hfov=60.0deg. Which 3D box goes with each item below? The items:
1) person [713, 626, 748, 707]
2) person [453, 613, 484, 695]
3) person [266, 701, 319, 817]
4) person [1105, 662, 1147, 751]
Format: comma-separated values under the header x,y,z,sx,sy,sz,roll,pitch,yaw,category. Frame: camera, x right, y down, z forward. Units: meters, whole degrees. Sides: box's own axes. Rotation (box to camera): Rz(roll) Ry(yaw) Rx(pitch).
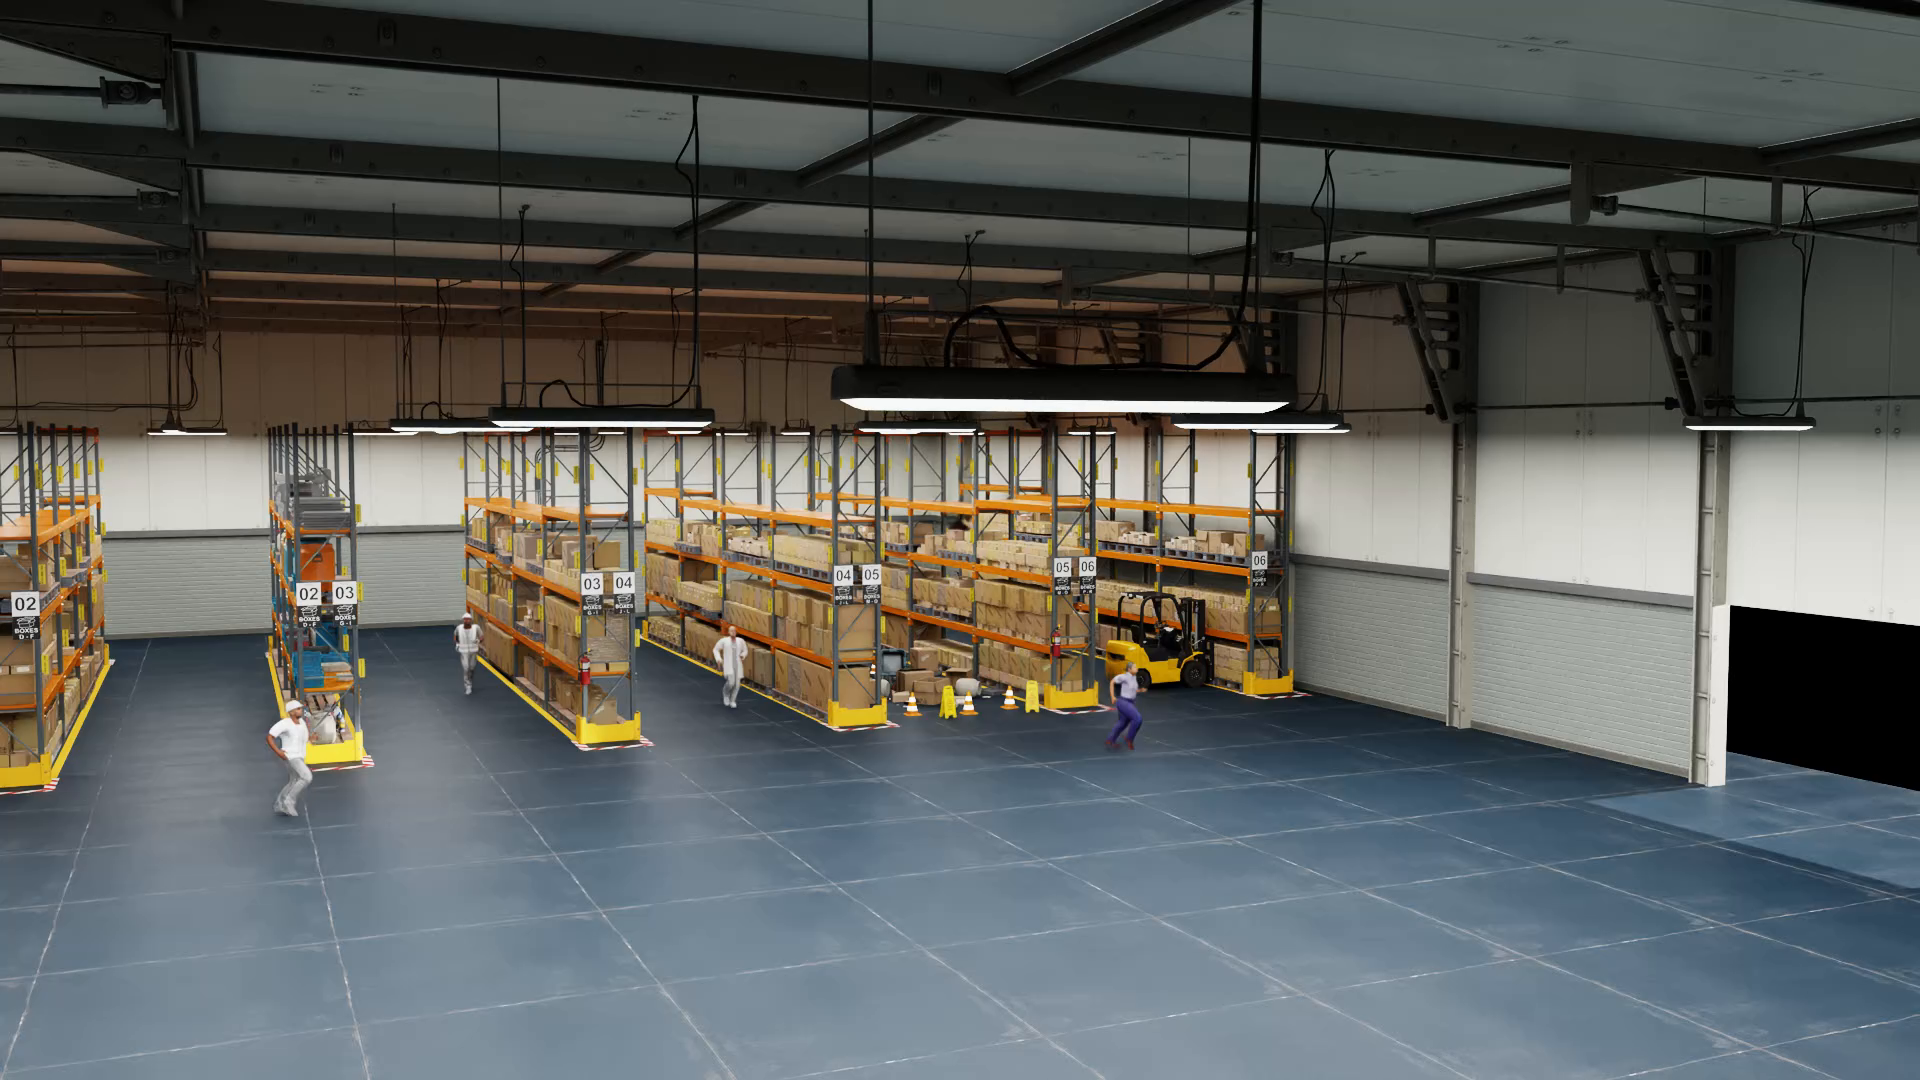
x,y,z,sx,sy,sz,roll,pitch,yaw,category
-4.806,2.691,35.224,0.704,1.734,0.653,-2,4,-26,person
-11.067,2.537,37.512,0.665,1.796,0.925,-1,4,-20,person
-10.100,3.310,25.240,0.689,1.752,0.689,0,4,5,person
3.052,3.044,30.486,0.769,1.644,0.630,2,4,25,person
